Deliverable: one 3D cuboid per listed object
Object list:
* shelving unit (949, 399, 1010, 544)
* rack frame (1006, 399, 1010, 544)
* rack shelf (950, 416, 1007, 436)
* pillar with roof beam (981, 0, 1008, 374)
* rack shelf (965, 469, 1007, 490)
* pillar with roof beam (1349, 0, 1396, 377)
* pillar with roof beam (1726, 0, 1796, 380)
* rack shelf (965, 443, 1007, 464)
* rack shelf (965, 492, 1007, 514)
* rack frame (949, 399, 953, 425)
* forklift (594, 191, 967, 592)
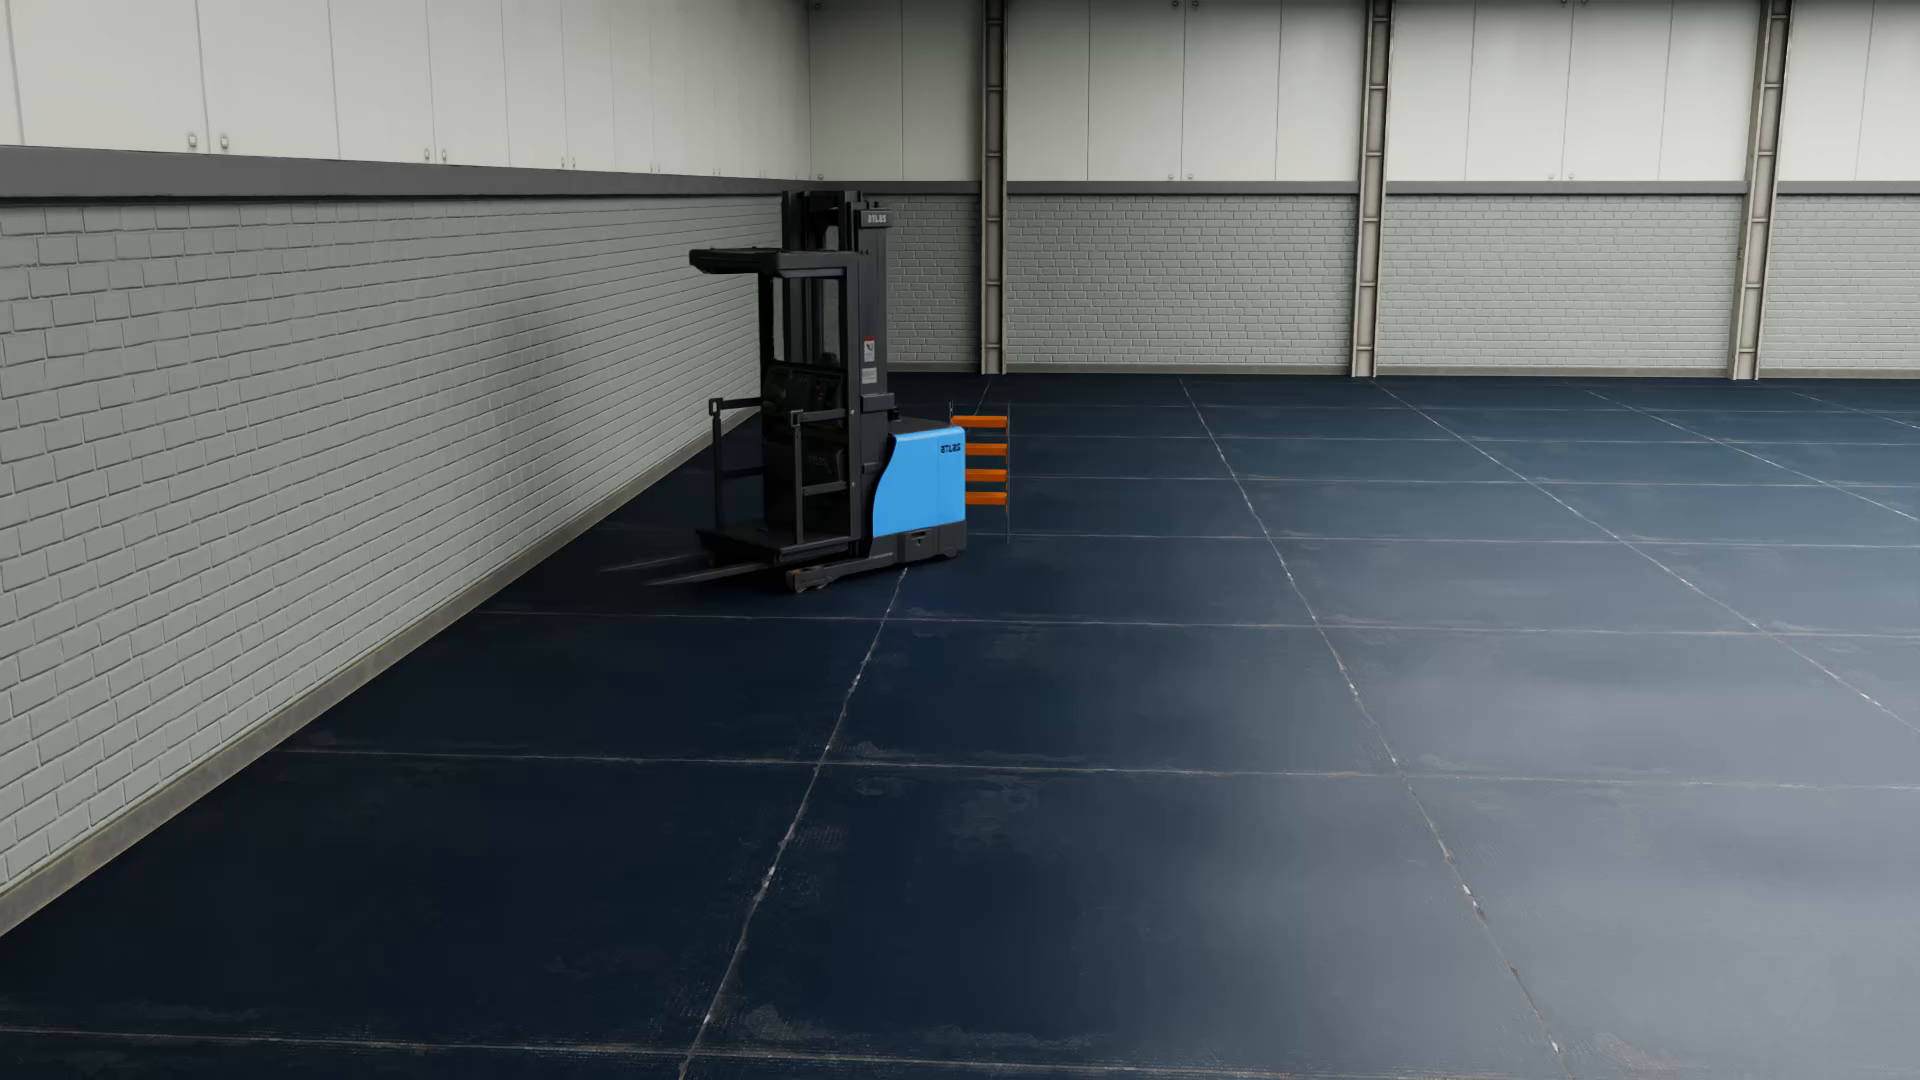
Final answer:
[{"bbox_3d":[0.165,-0.585,14.134,0.503,1.200,0.258,1,12,4],"label":"shelving unit"},{"bbox_3d":[0.409,-0.582,14.118,0.015,1.200,0.240,1,12,4],"label":"rack frame"},{"bbox_3d":[0.165,-0.970,14.054,0.480,0.148,0.258,1,12,4],"label":"rack shelf"},{"bbox_3d":[0.266,-6.278,22.301,0.400,9.000,9.100,1,12,4],"label":"pillar with roof beam"},{"bbox_3d":[0.165,-0.519,14.148,0.480,0.148,0.258,1,12,4],"label":"rack shelf"},{"bbox_3d":[6.252,-6.196,21.908,0.400,9.000,9.100,1,12,4],"label":"pillar with roof beam"},{"bbox_3d":[12.239,-6.113,21.516,0.400,9.000,9.100,1,12,4],"label":"pillar with roof beam"},{"bbox_3d":[0.165,-0.738,14.102,0.480,0.148,0.258,1,12,4],"label":"rack shelf"},{"bbox_3d":[0.165,-0.325,14.189,0.480,0.148,0.258,1,12,4],"label":"rack shelf"},{"bbox_3d":[-0.078,-0.588,14.150,0.015,1.200,0.240,1,12,4],"label":"rack frame"},{"bbox_3d":[-1.354,-1.162,12.667,3.031,2.935,1.130,-11,16,-43],"label":"forklift"}]
